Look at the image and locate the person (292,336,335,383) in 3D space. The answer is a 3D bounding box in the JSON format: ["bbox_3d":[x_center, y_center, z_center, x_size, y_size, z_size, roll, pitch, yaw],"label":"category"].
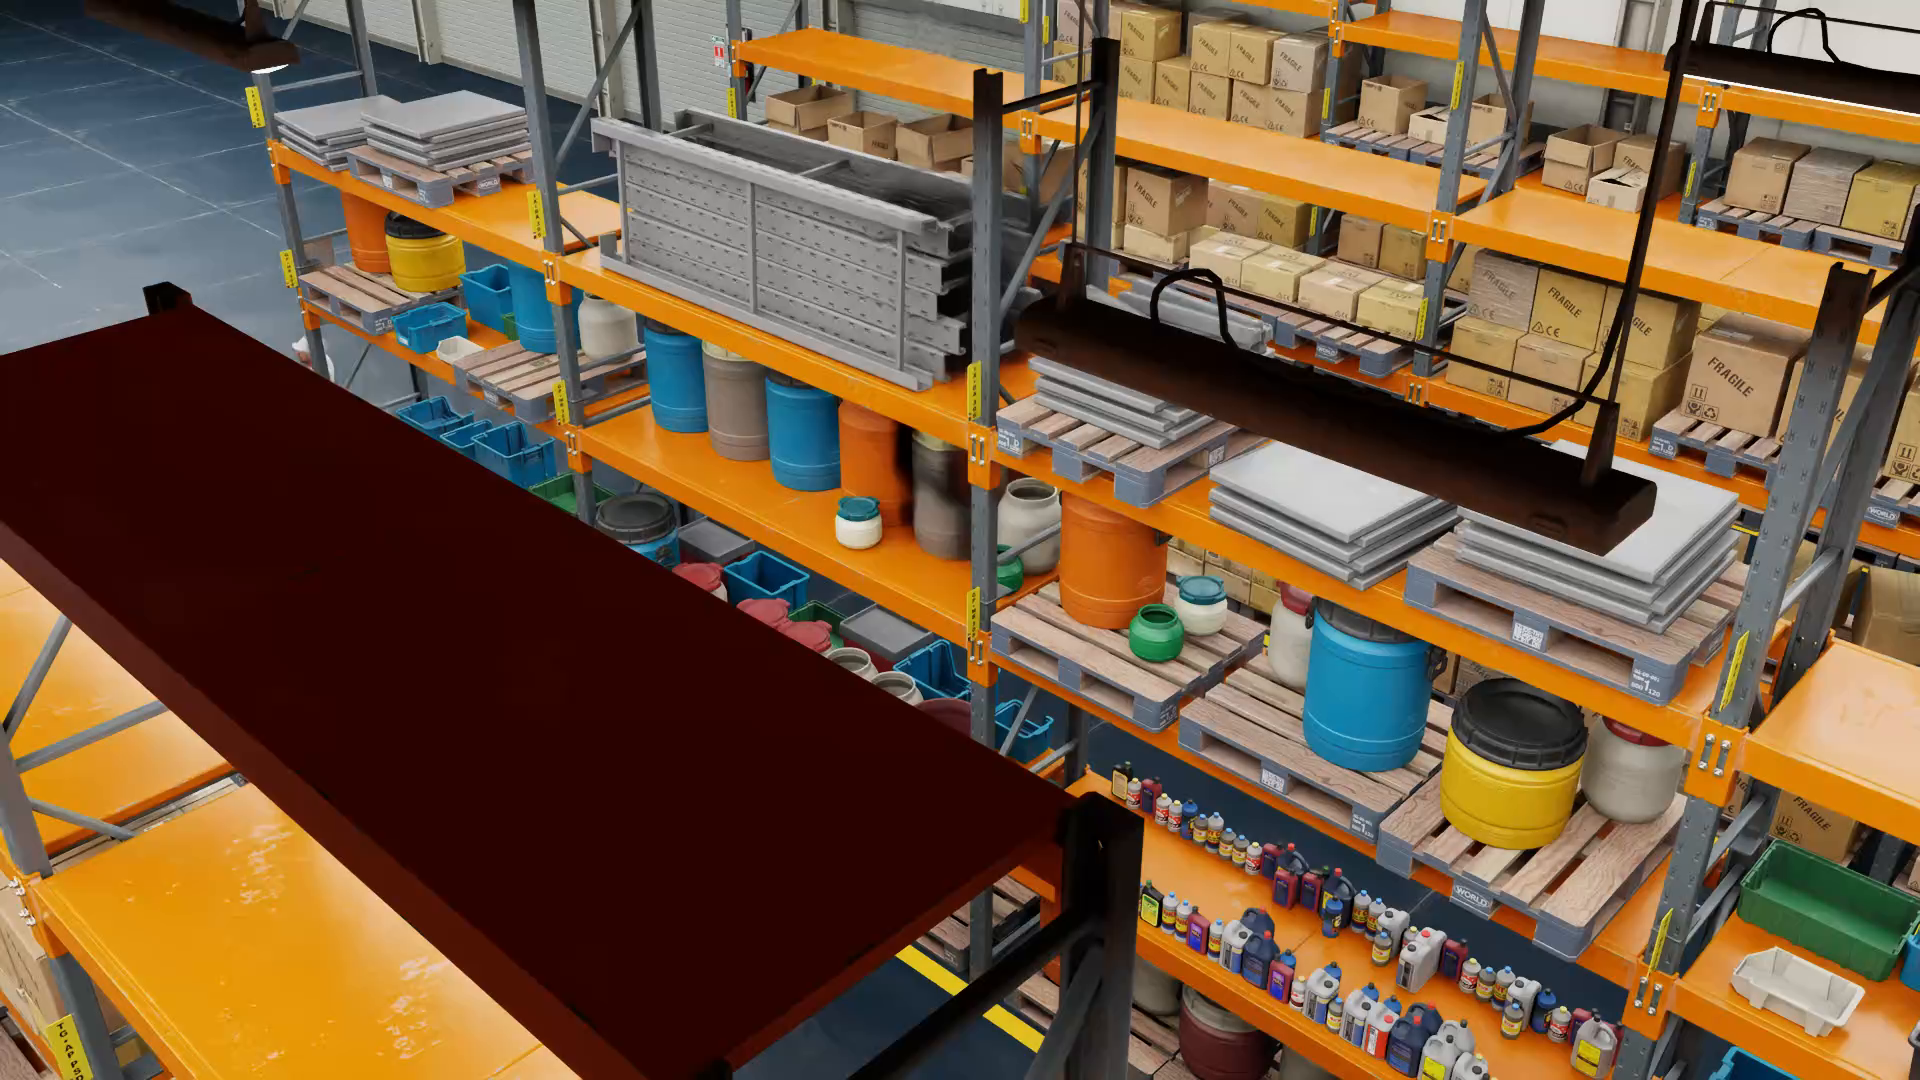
[{"bbox_3d":[-6.350,-1.231,16.647,0.674,1.793,0.732,-3,30,-6],"label":"person"}]

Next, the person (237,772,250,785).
[{"bbox_3d":[-4.503,2.036,10.869,0.598,1.718,0.696,23,37,35],"label":"person"}]
